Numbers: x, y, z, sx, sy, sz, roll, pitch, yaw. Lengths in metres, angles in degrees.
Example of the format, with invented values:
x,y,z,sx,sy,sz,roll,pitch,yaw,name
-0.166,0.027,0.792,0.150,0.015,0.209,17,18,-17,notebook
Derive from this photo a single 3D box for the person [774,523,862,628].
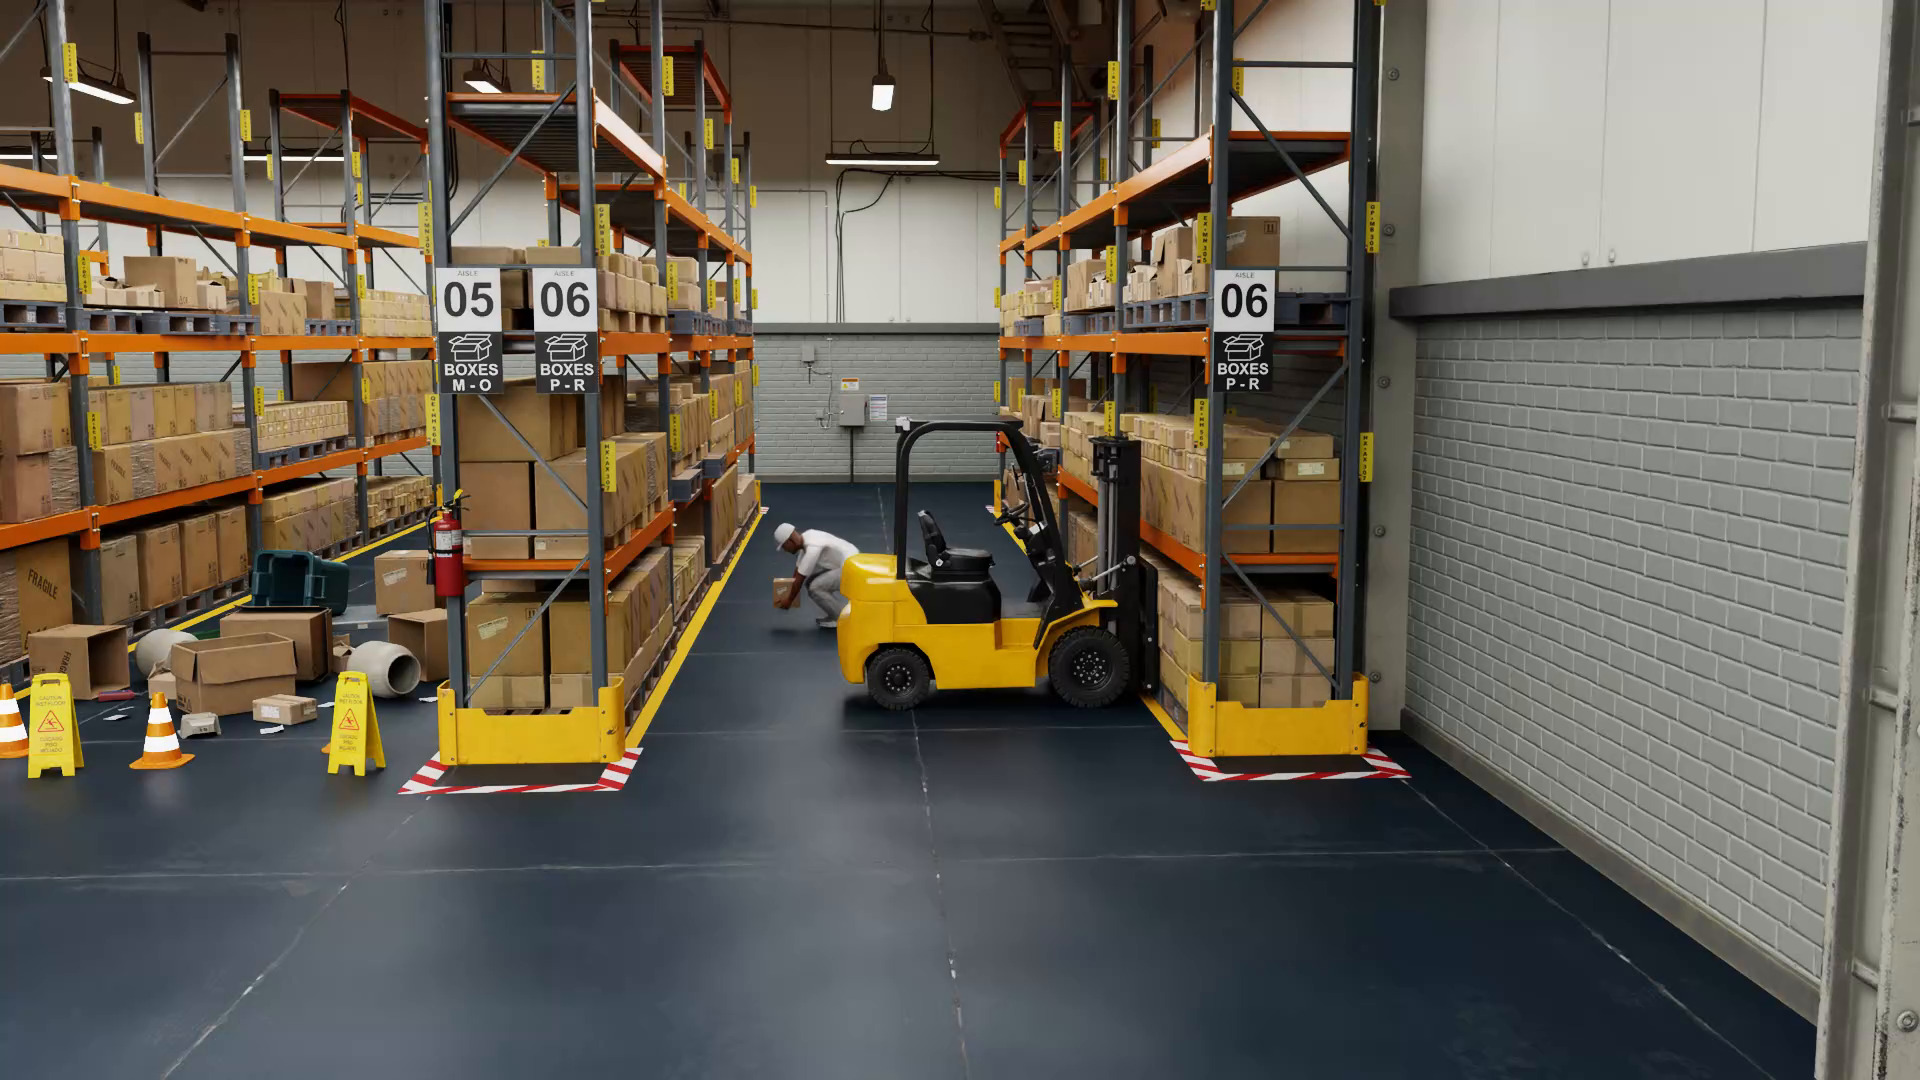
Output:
x,y,z,sx,sy,sz,roll,pitch,yaw,name
-1.334,0.337,16.041,0.911,1.010,0.534,-1,7,-5,person
